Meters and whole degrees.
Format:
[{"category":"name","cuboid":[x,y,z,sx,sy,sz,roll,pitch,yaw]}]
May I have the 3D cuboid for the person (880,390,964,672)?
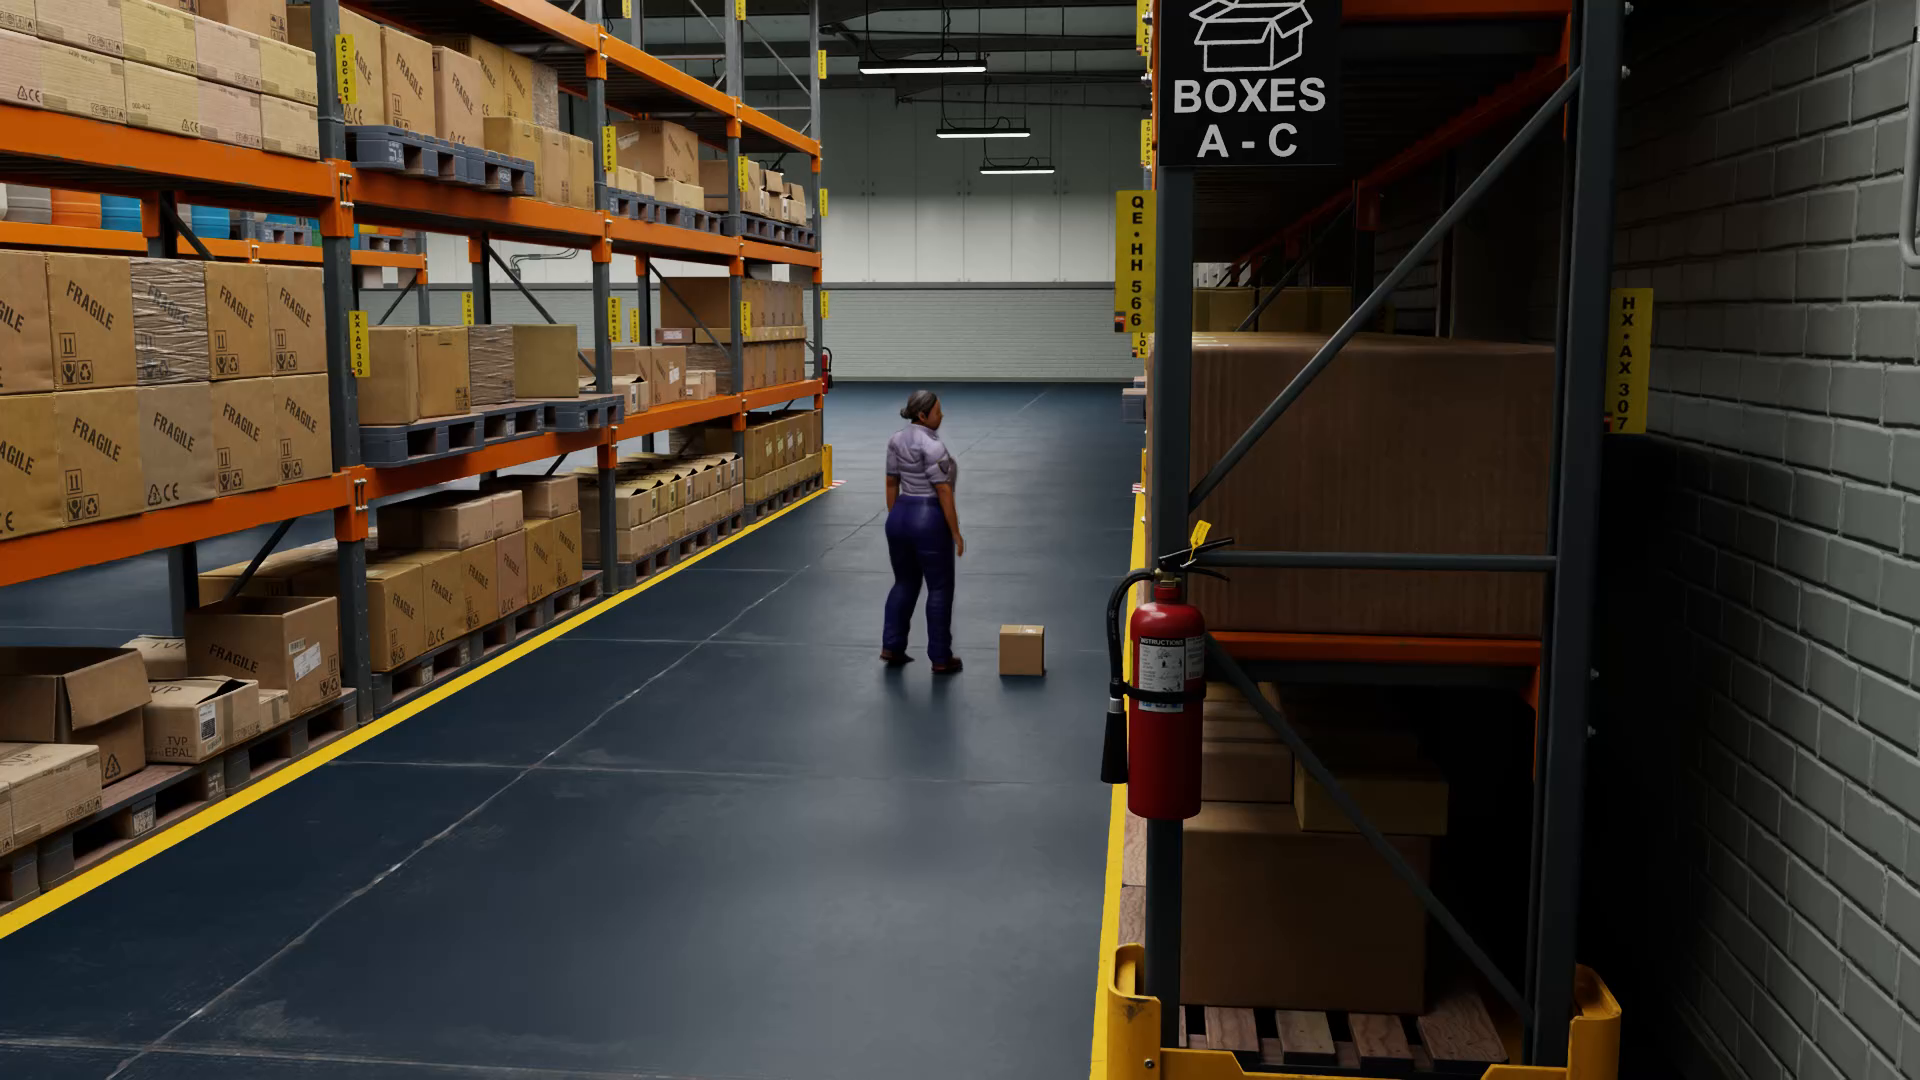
[{"category":"person","cuboid":[-0.210,-0.043,9.773,0.376,1.685,0.577,-7,10,-41]}]
